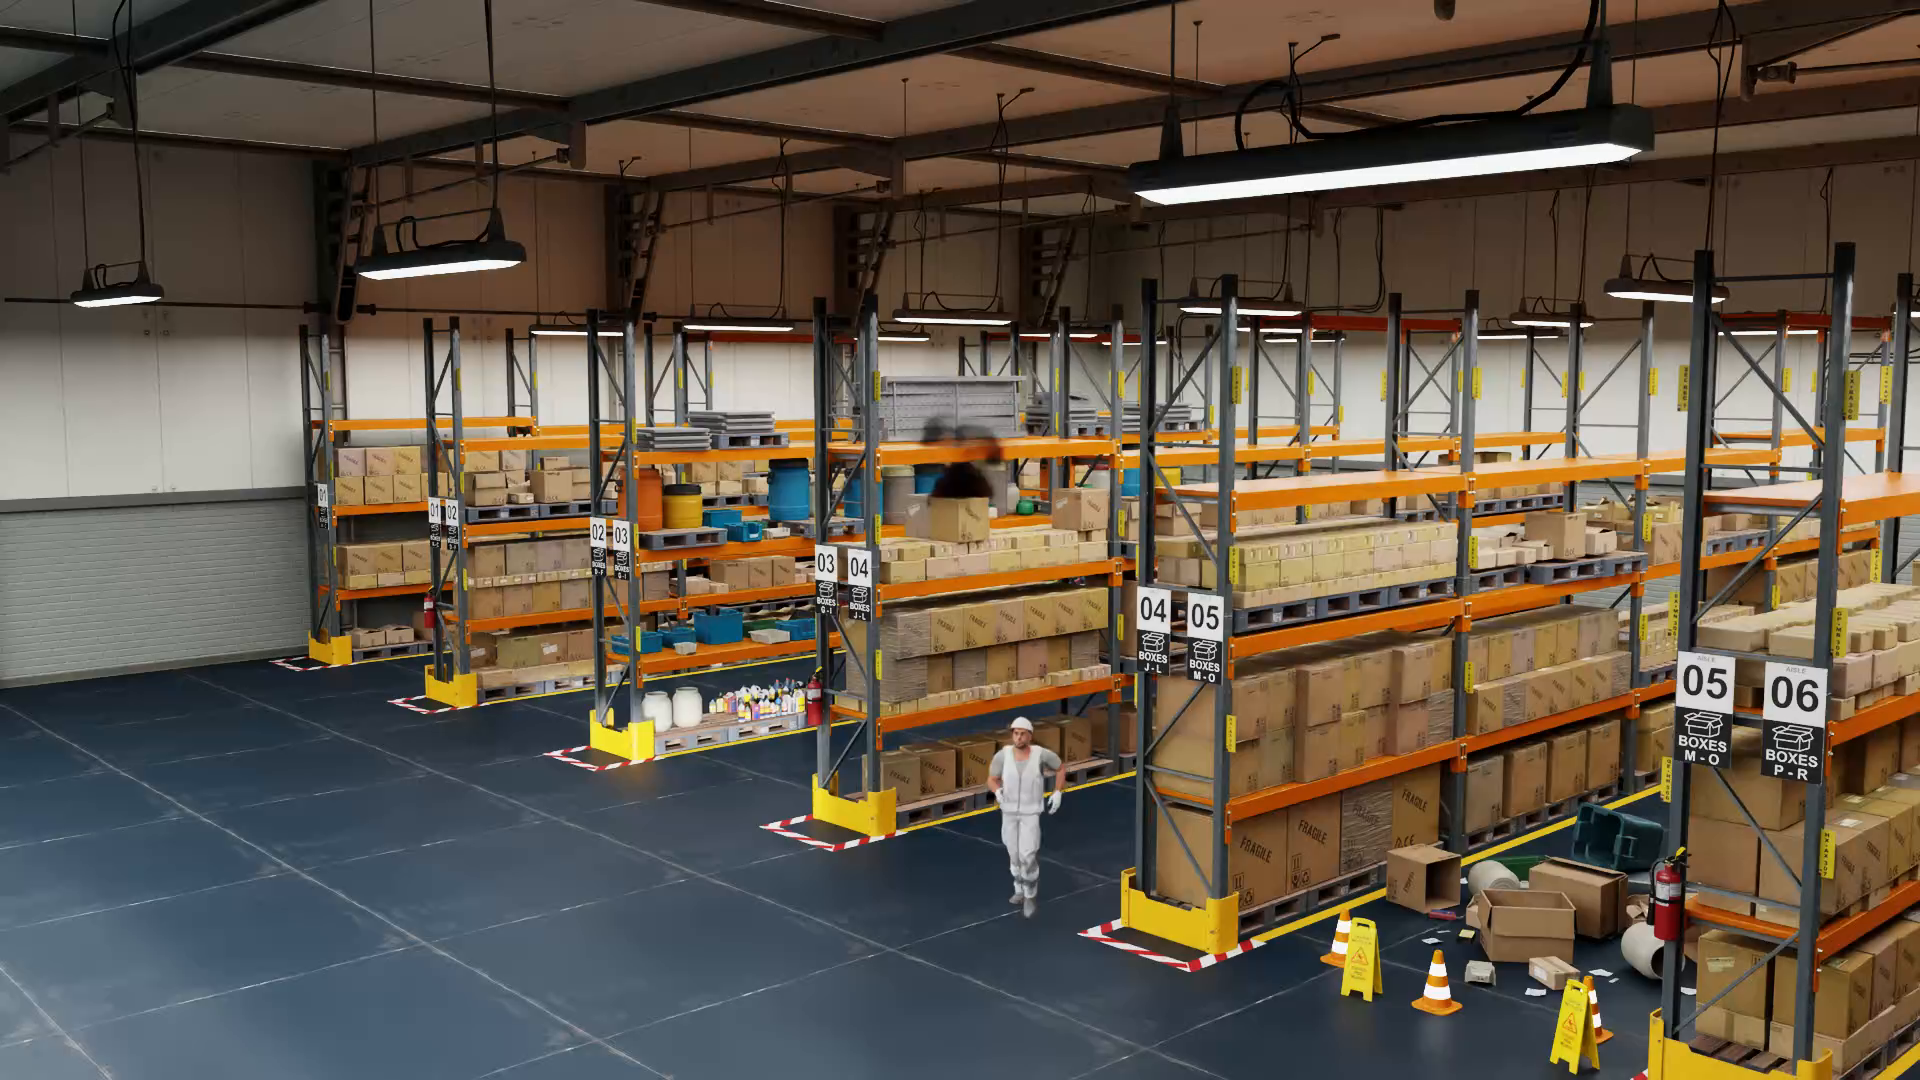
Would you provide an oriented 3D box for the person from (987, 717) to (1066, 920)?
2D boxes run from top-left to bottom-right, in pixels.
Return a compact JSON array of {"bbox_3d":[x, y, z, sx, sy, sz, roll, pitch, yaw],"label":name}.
[{"bbox_3d":[0.575,2.522,15.059,0.690,1.855,0.701,2,6,15],"label":"person"}]
